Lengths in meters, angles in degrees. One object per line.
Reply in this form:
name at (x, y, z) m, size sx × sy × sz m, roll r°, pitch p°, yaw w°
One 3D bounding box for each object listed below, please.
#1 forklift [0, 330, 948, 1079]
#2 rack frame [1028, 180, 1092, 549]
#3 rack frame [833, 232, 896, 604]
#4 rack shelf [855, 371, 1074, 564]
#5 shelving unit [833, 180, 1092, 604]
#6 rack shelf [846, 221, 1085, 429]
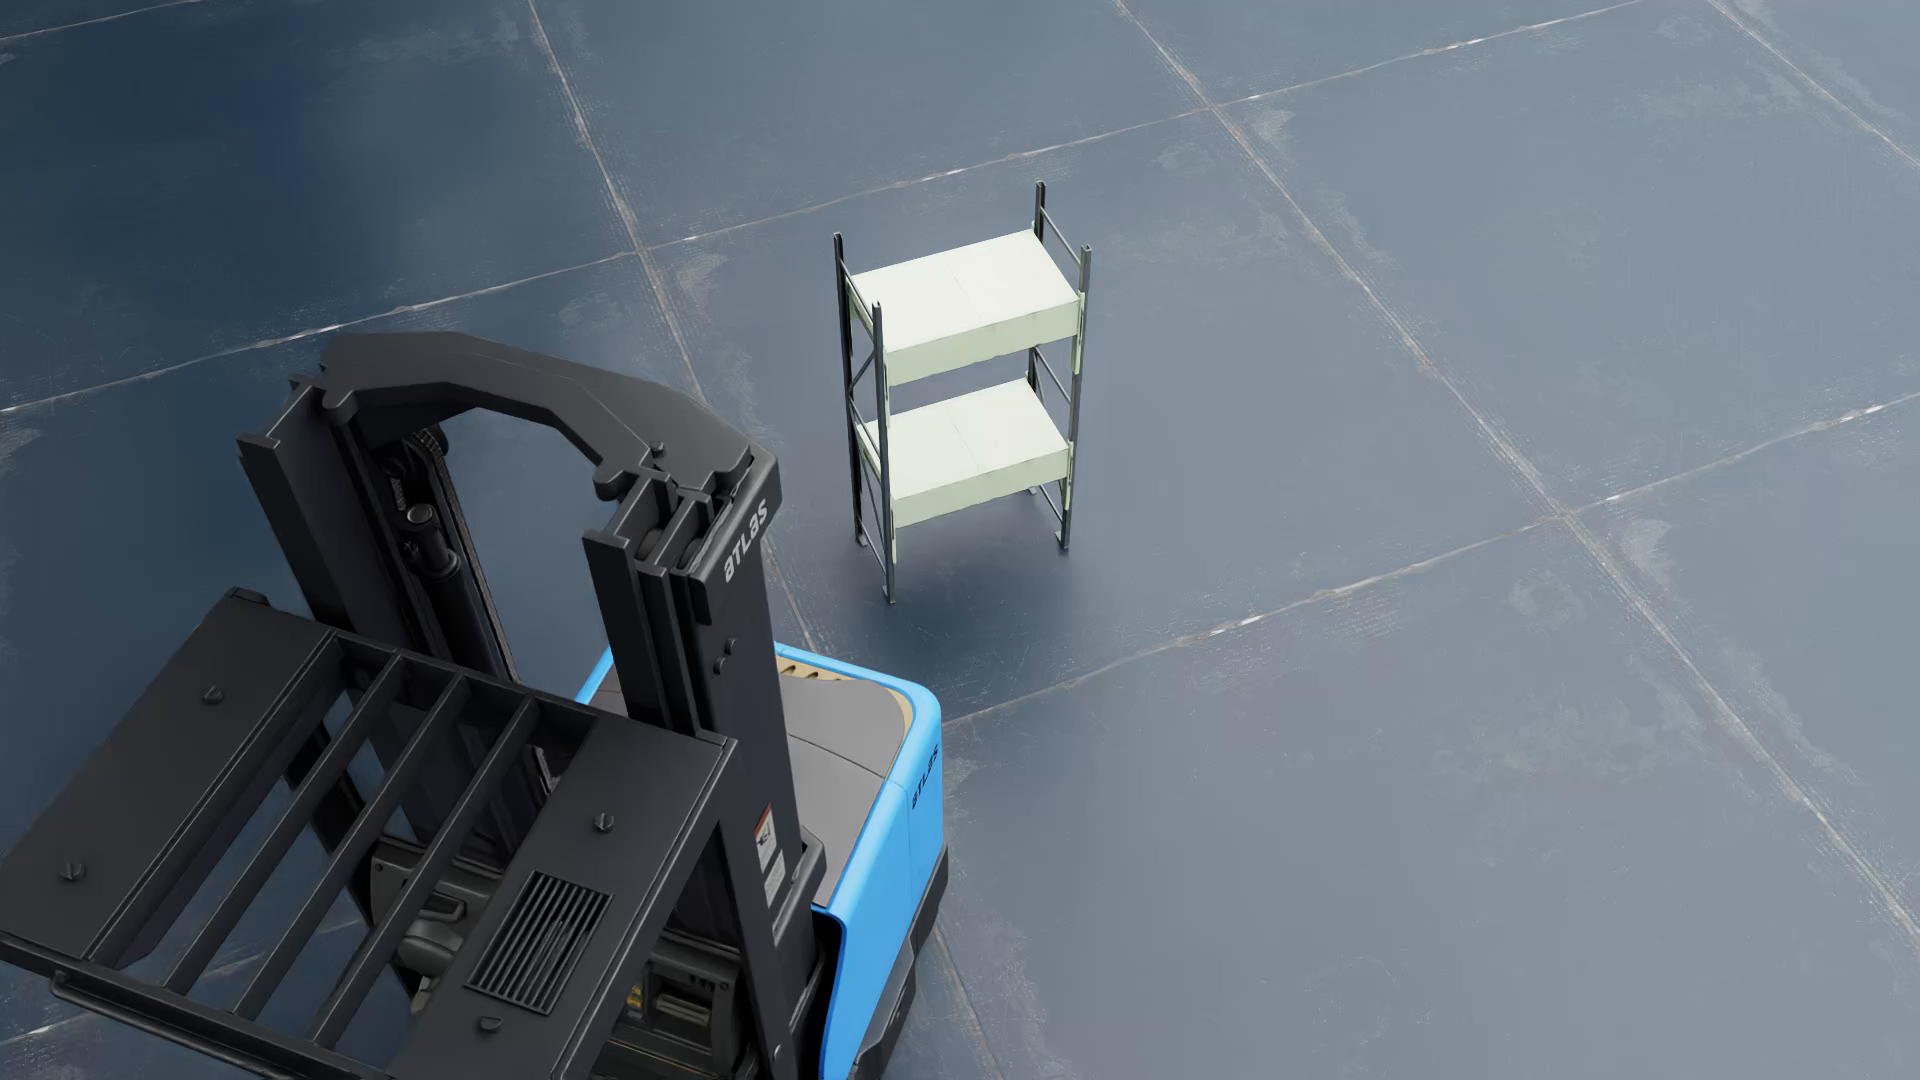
forklift at (-1.013, 1.111, 3.705) m, size 1.130 × 2.935 × 3.031 m, roll 15°, pitch 51°, yaw 13°
rack frame at (0.345, -0.596, 6.114) m, size 0.023 × 1.500 × 0.400 m, roll -17°, pitch 52°, yaw -14°
rack frame at (-0.333, -0.386, 5.933) m, size 0.023 × 1.500 × 0.400 m, roll -17°, pitch 52°, yaw -14°
rack shelf at (0.006, -0.278, 6.271) m, size 0.720 × 0.370 × 0.431 m, roll -17°, pitch 52°, yaw -14°
shelving unit at (0.006, -0.491, 6.023) m, size 0.755 × 1.500 × 0.431 m, roll -17°, pitch 52°, yaw -14°
rack shelf at (0.006, -0.745, 5.727) m, size 0.720 × 0.370 × 0.431 m, roll -17°, pitch 52°, yaw -14°
